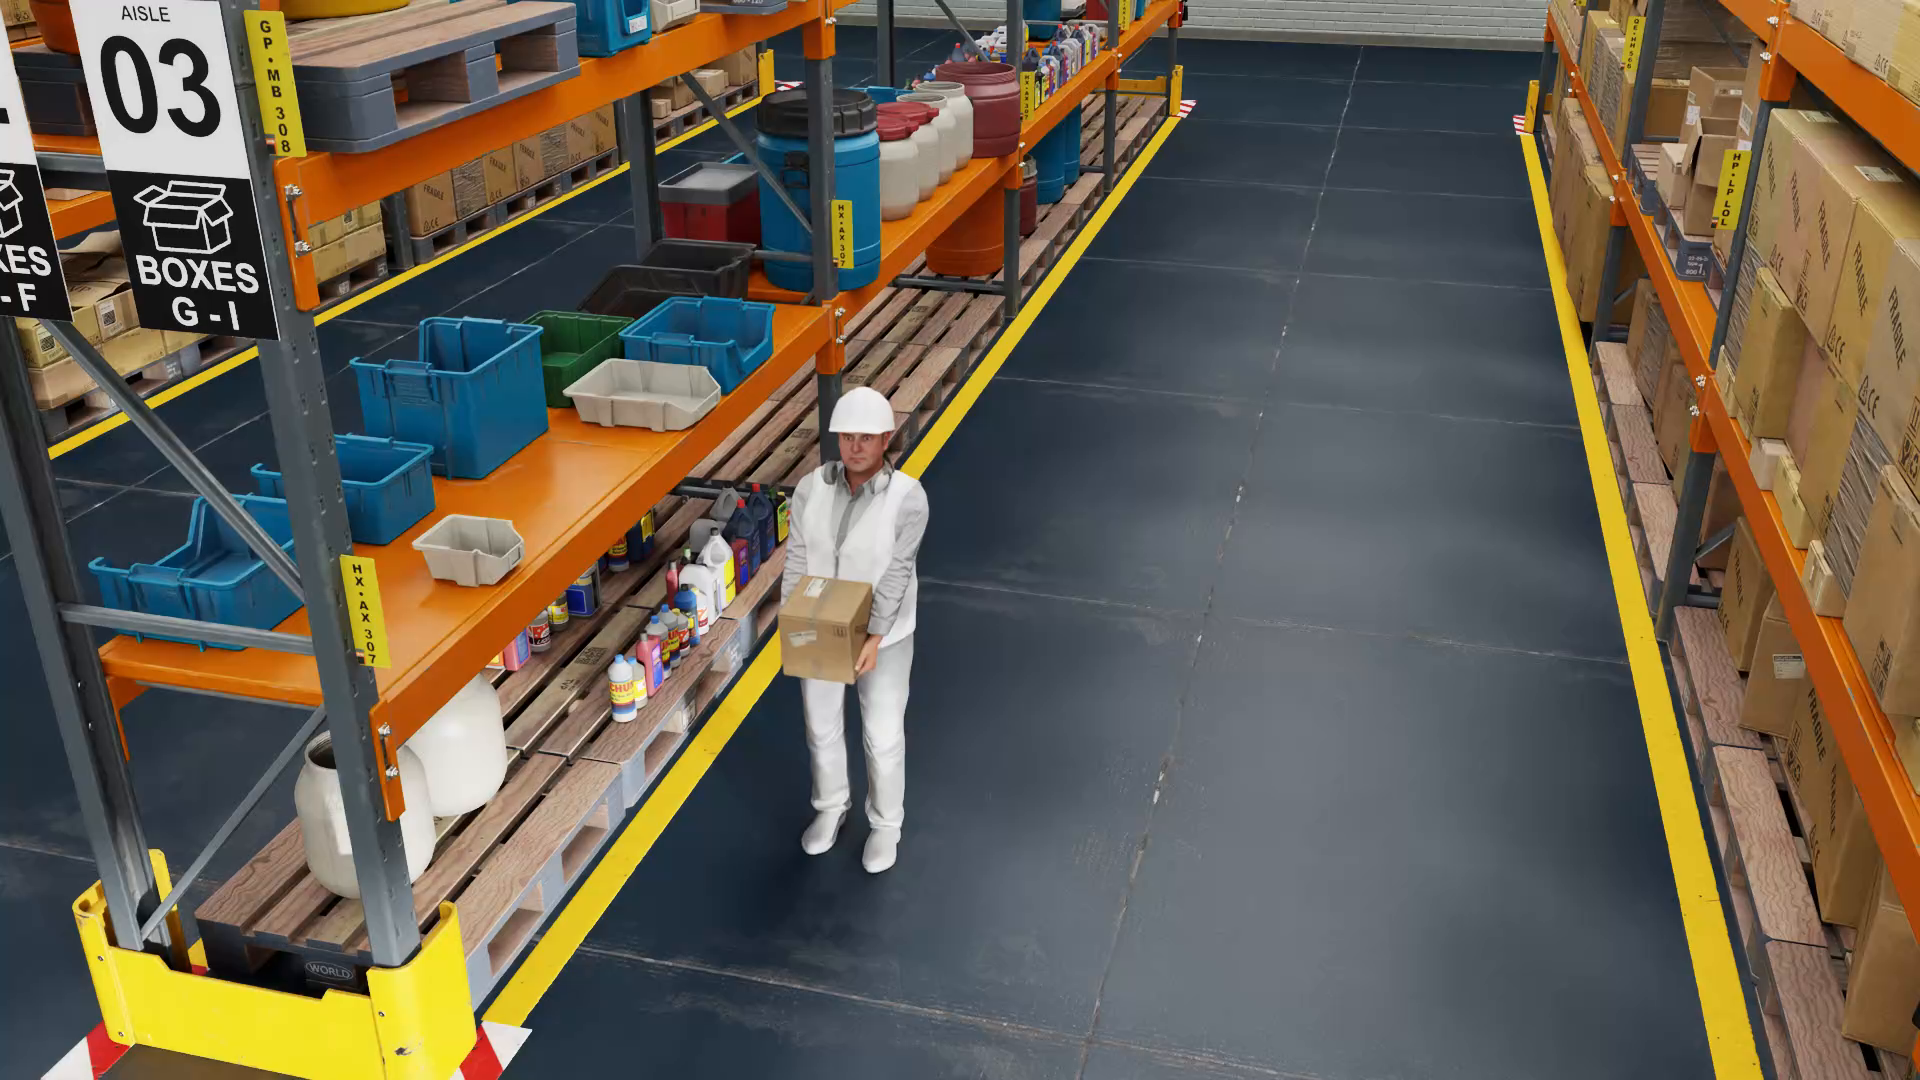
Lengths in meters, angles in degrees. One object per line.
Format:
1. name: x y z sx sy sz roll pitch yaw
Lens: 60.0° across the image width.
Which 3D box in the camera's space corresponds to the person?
1. person: -0.378 0.354 5.835 0.494 1.762 0.559 7 26 14
